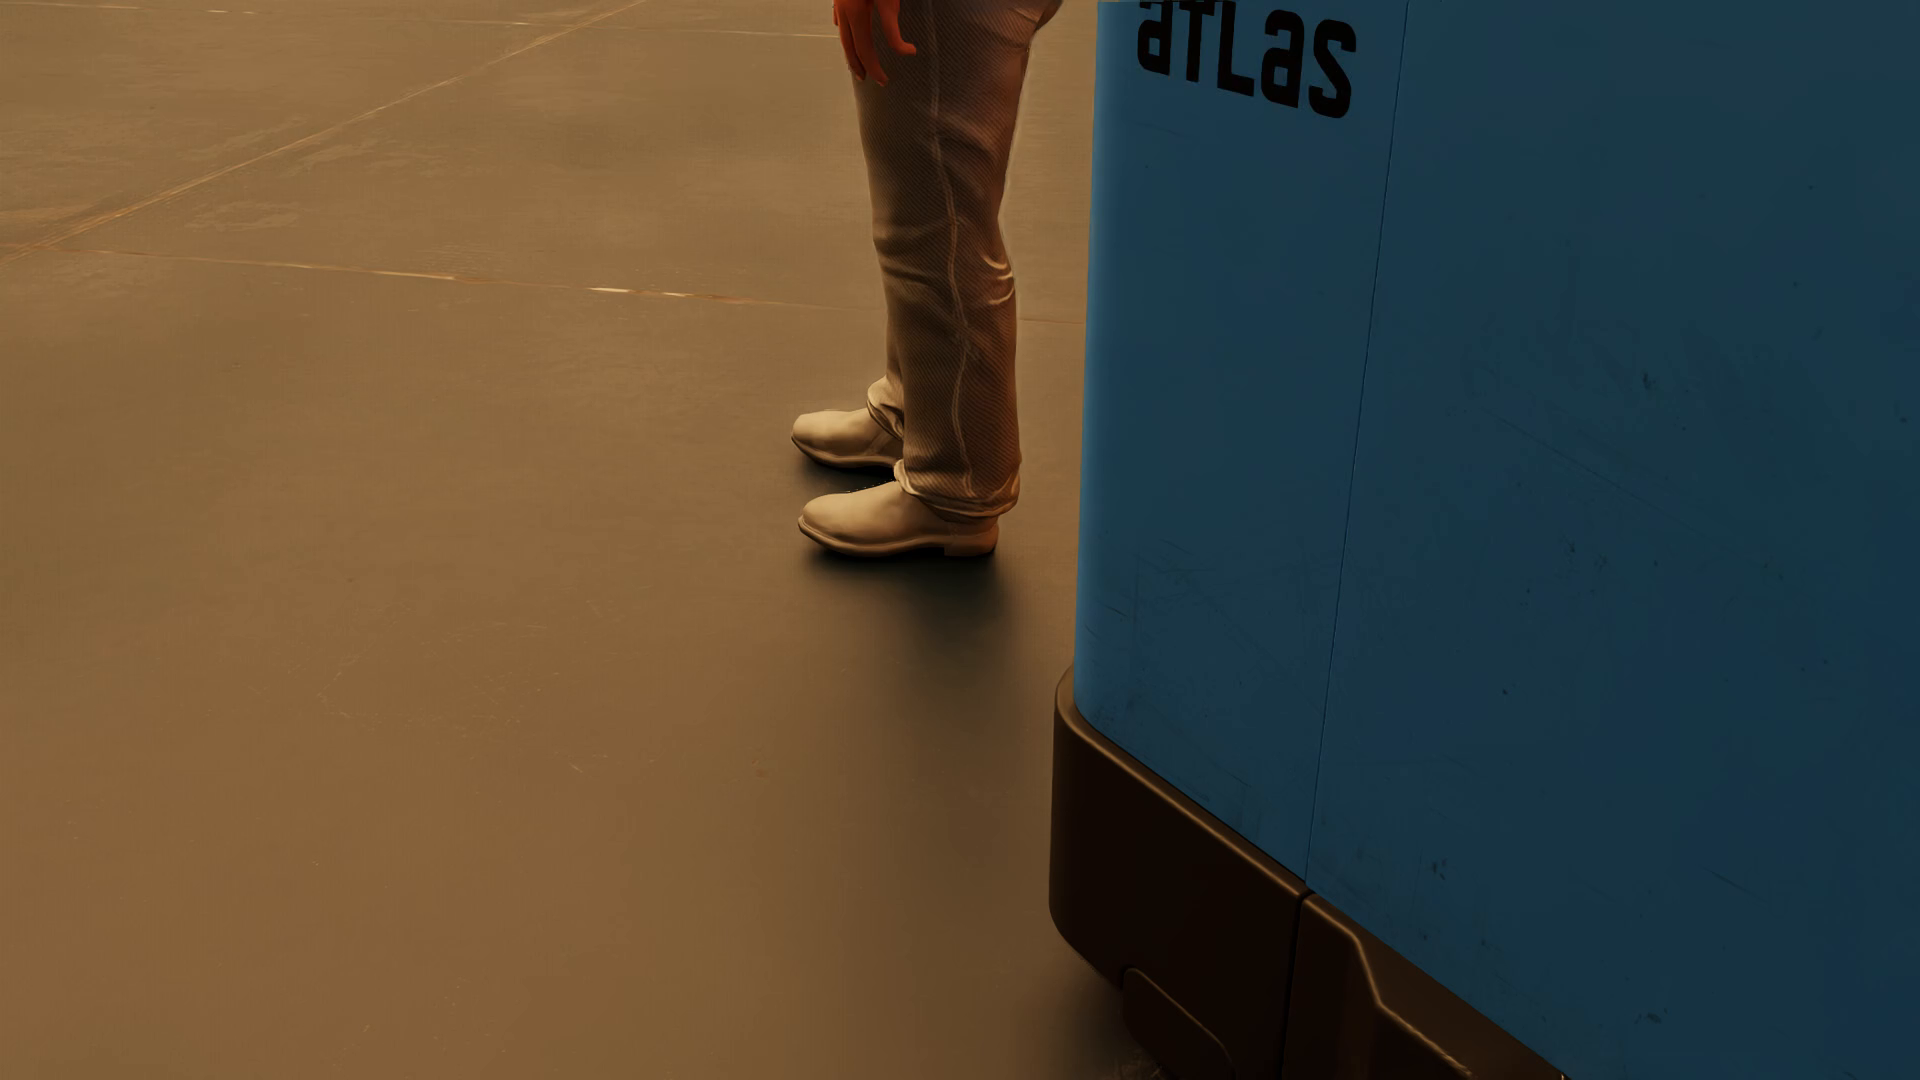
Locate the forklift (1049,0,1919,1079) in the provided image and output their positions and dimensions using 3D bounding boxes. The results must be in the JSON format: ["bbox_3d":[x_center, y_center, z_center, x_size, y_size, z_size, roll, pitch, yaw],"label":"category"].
[{"bbox_3d":[1.334,-0.469,0.175,1.130,2.935,3.031,-17,31,-30],"label":"forklift"}]

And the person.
[{"bbox_3d":[-0.066,-0.802,2.109,0.563,1.773,0.647,6,27,12],"label":"person"}]
